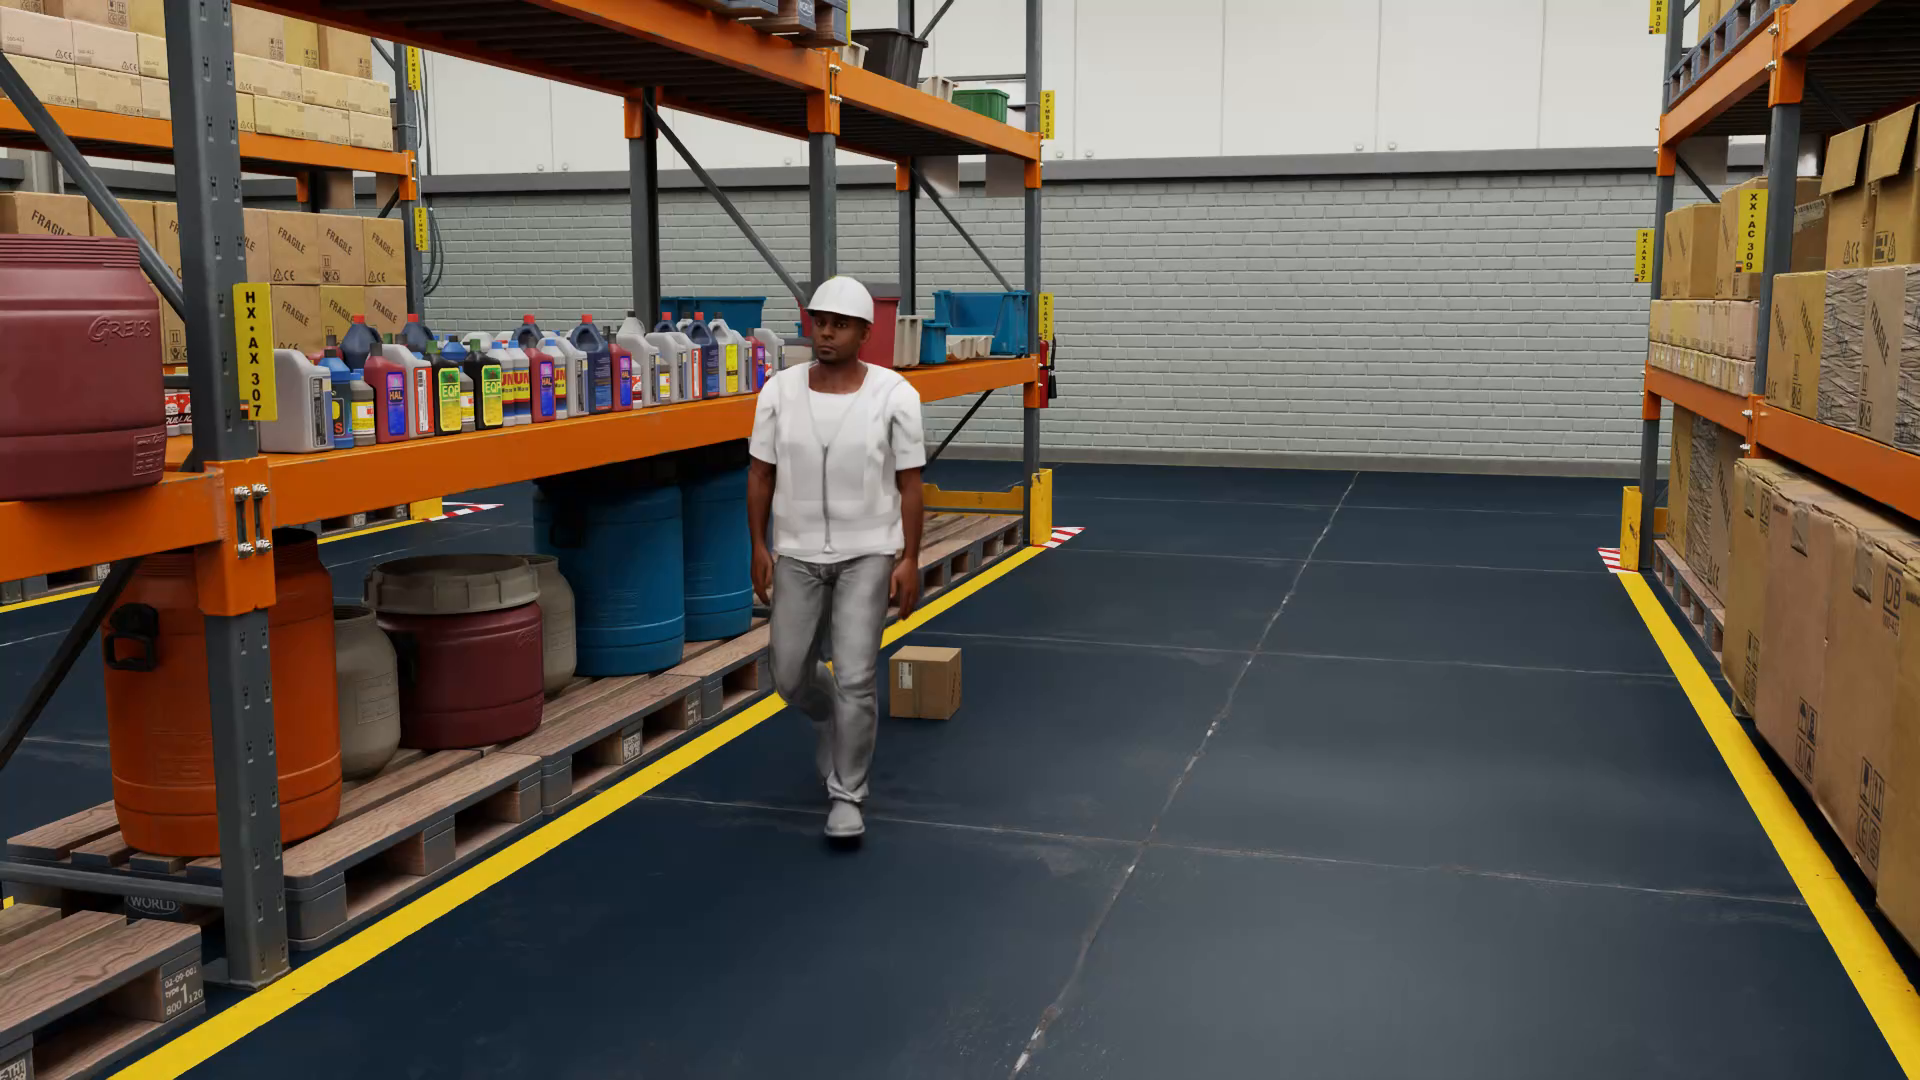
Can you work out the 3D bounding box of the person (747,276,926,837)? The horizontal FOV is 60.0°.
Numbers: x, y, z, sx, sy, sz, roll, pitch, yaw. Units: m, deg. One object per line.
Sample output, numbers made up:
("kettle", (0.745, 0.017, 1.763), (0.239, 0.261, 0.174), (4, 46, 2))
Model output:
("person", (-0.394, 0.037, 5.367), (0.582, 1.754, 0.683), (1, 8, 8))
